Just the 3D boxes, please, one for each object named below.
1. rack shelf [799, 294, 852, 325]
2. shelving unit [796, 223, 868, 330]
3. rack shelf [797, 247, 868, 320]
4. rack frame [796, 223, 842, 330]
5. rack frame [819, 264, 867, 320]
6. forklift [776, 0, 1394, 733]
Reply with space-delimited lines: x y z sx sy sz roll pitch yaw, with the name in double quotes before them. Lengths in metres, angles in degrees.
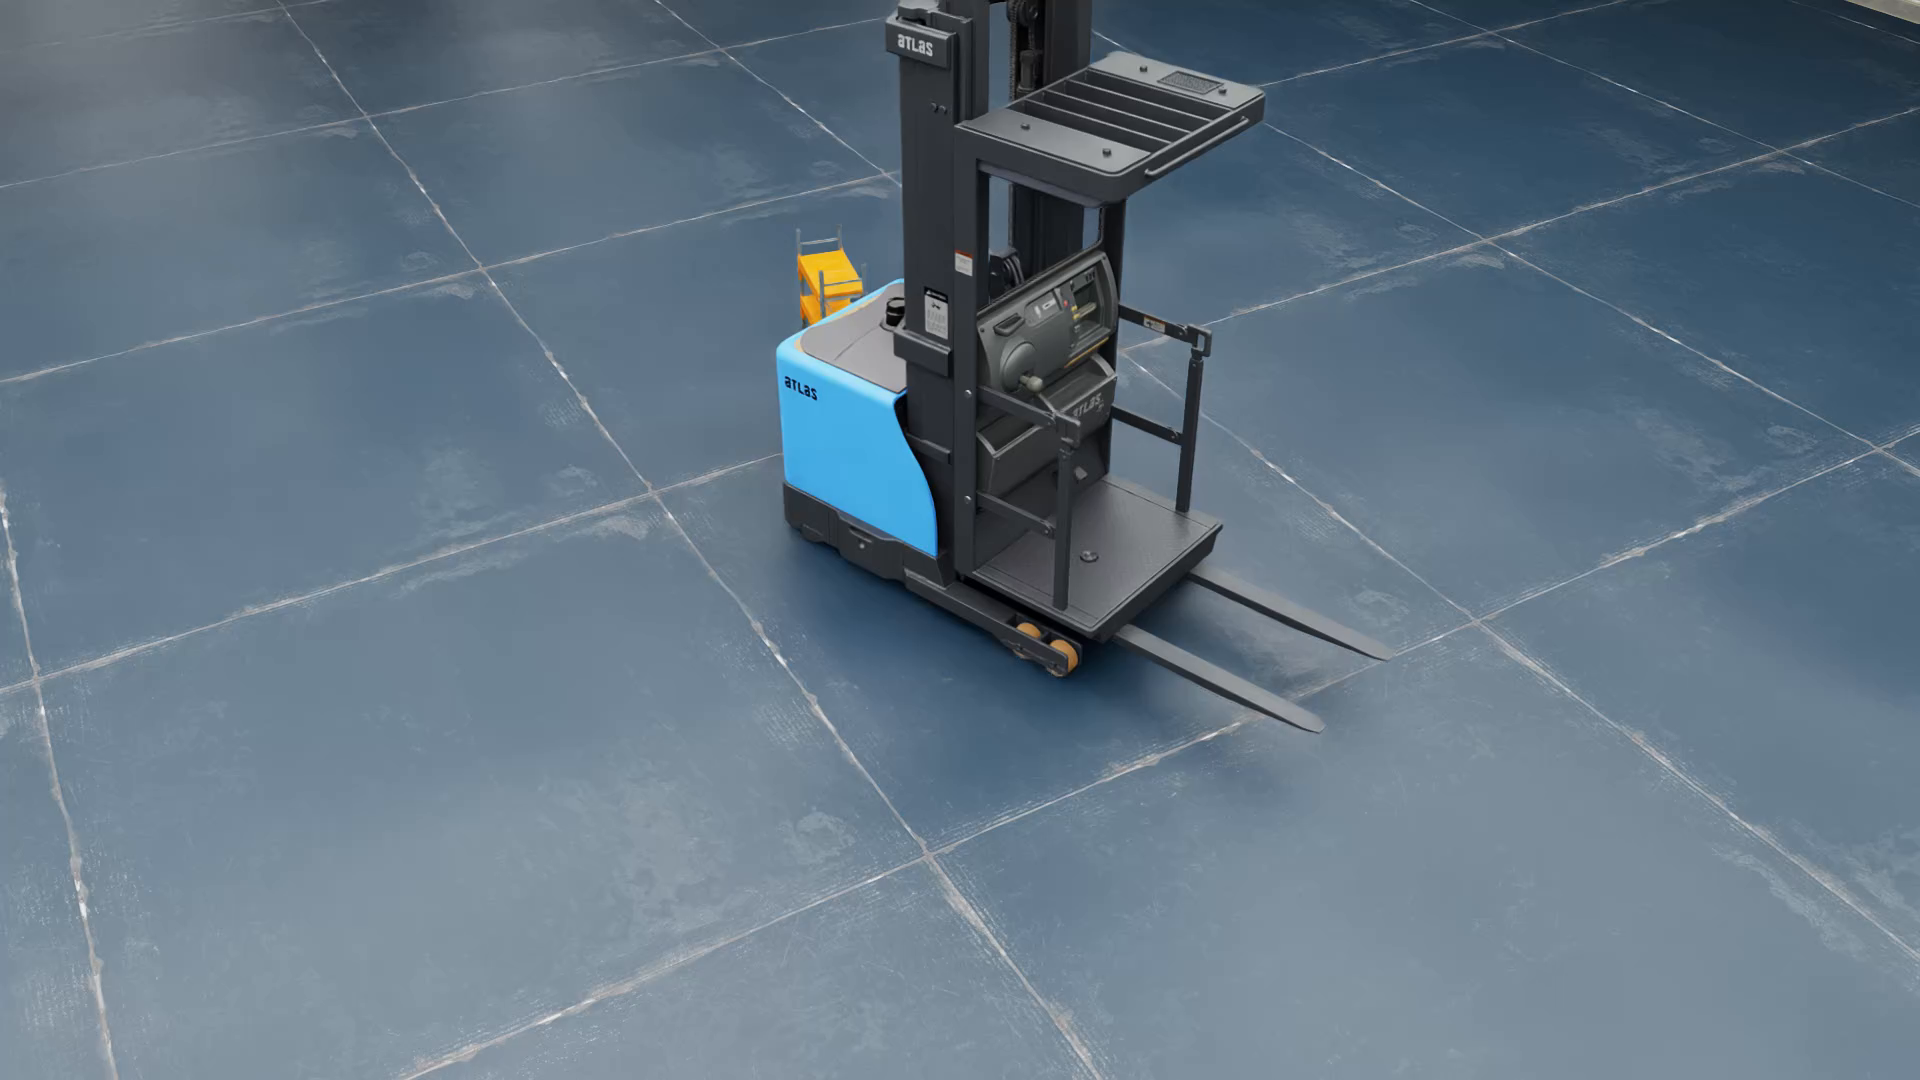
"rack shelf" -0.663 -1.139 8.754 0.258 0.148 0.480 -11 38 -14
"shelving unit" -0.663 -1.013 8.846 0.258 1.200 0.503 -11 38 -14
"rack shelf" -0.663 -1.330 8.615 0.258 0.148 0.480 -11 38 -14
"rack frame" -0.738 -1.149 9.034 0.240 1.200 0.015 -11 38 -14
"rack frame" -0.588 -0.876 8.659 0.240 1.200 0.015 -11 38 -14
"forklift" 0.558 -0.913 7.243 3.031 2.935 1.130 26 43 31
